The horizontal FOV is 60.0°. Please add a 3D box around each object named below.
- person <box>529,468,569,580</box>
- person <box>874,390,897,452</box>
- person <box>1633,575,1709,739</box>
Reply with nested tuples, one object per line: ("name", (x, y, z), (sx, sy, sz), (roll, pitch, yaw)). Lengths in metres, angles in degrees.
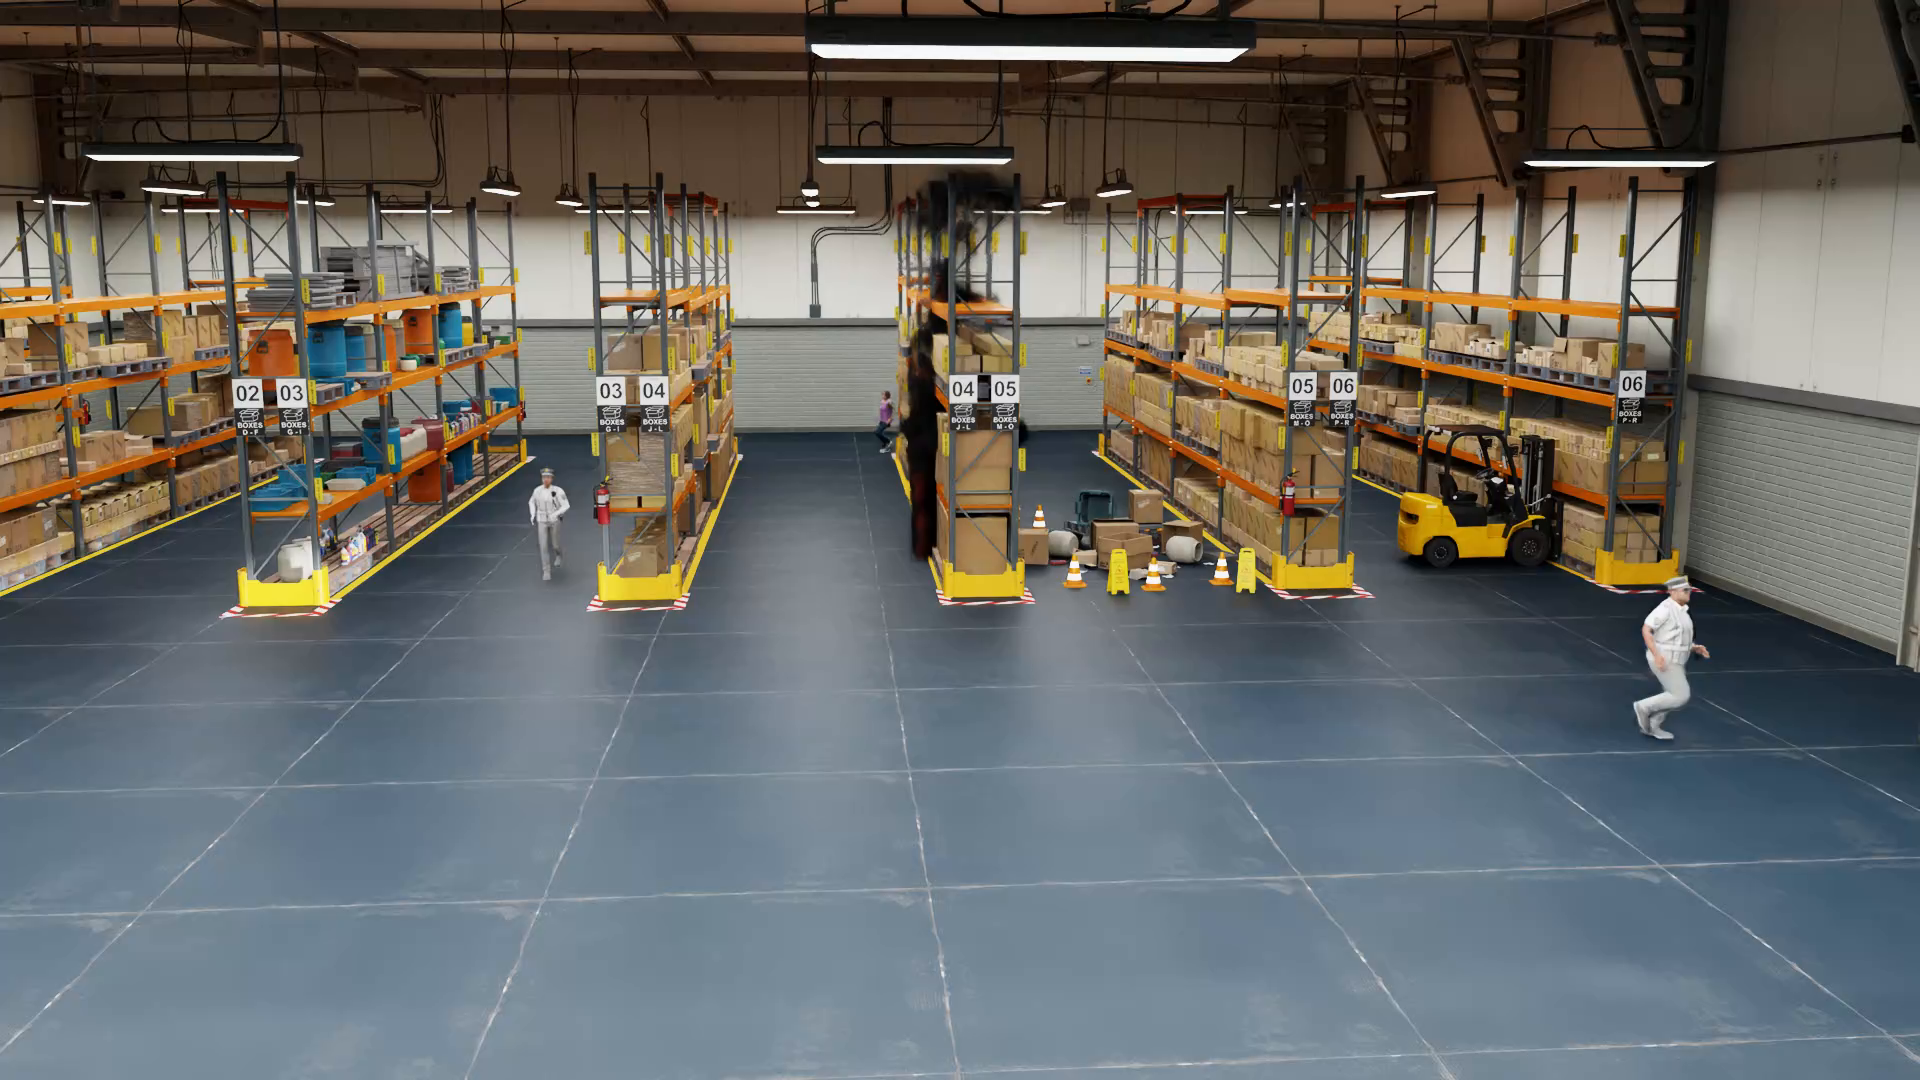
("person", (-6.273, -0.278, 25.395), (0.642, 1.671, 0.877), (-1, 10, -3))
("person", (-1.847, -2.891, 40.650), (0.493, 1.544, 0.581), (-5, 11, -28))
("person", (7.265, 1.201, 16.939), (0.631, 1.726, 0.653), (9, 14, 42))
